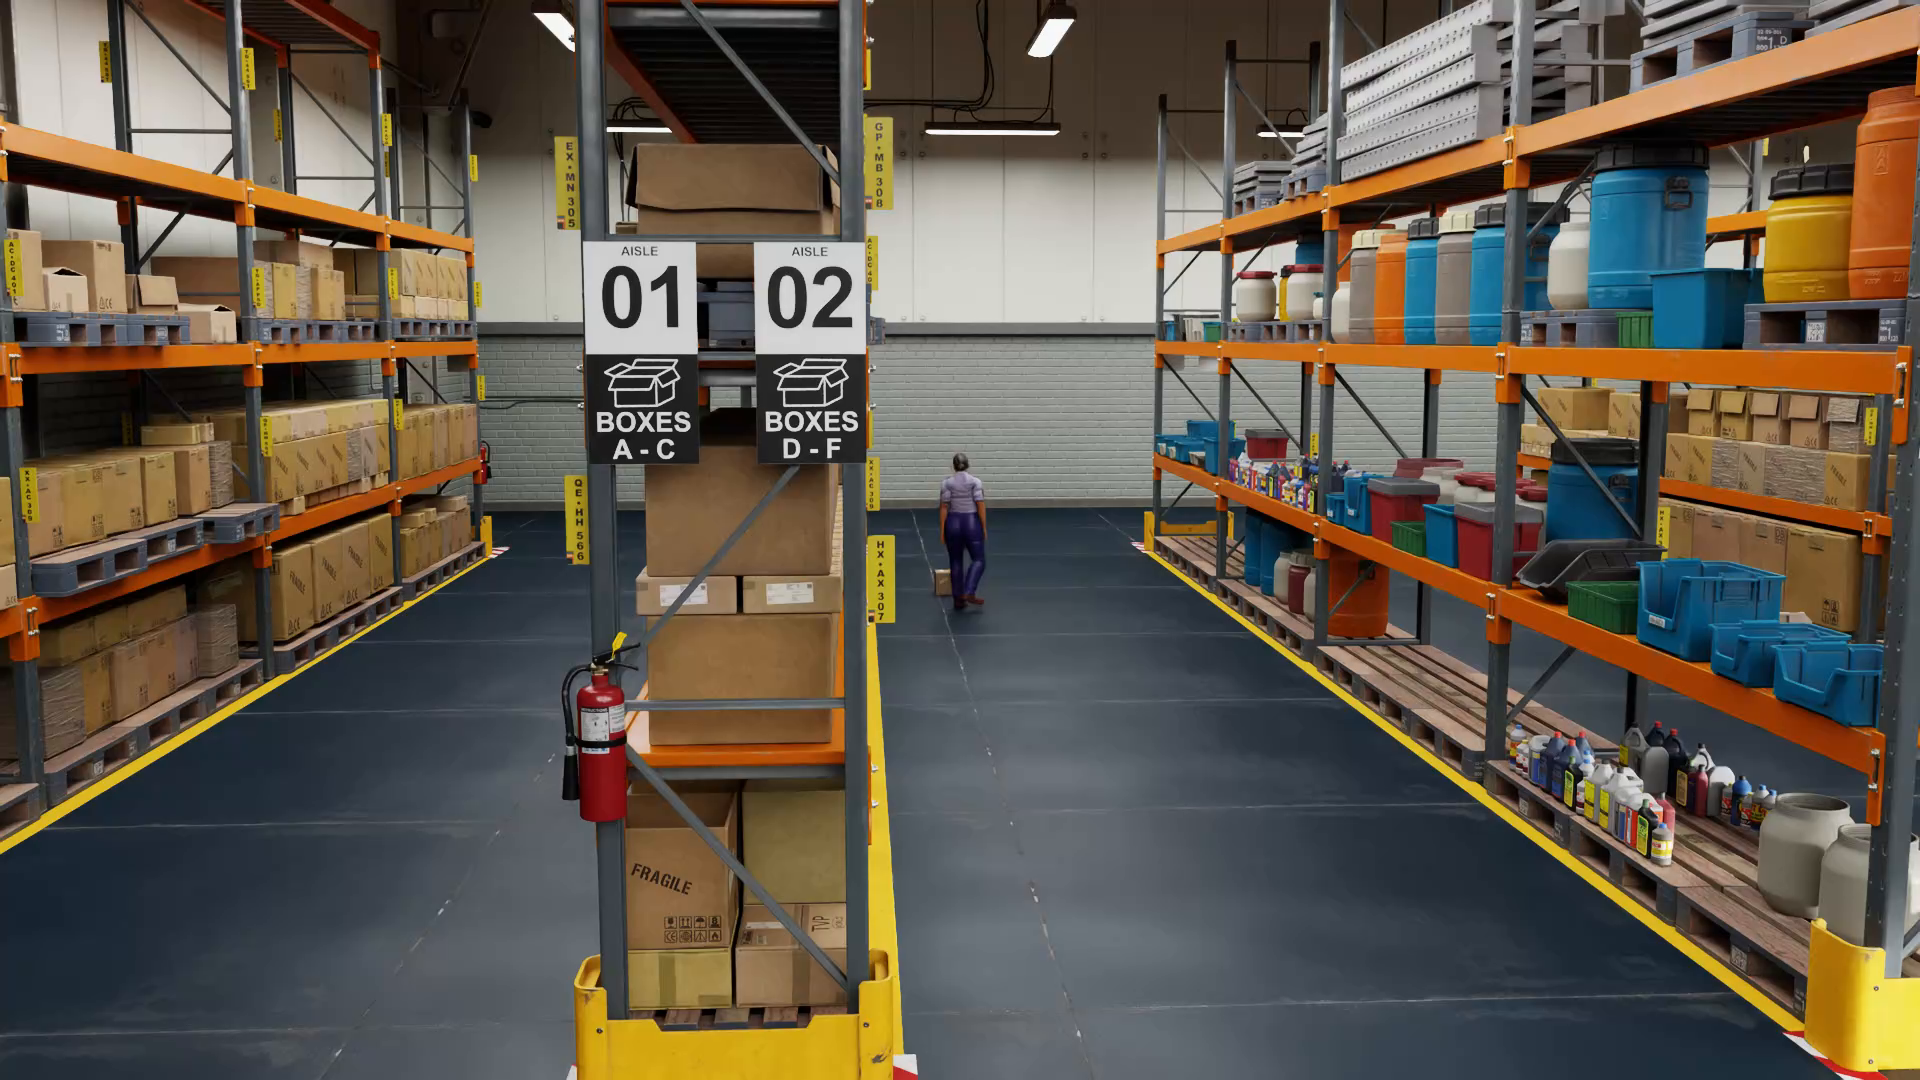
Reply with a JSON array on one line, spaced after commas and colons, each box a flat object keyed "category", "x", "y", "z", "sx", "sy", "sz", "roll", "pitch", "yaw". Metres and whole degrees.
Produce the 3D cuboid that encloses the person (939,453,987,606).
[{"category": "person", "x": 0.026, "y": -0.084, "z": 17.579, "sx": 0.514, "sy": 1.636, "sz": 0.561, "roll": 2, "pitch": 7, "yaw": 12}]
